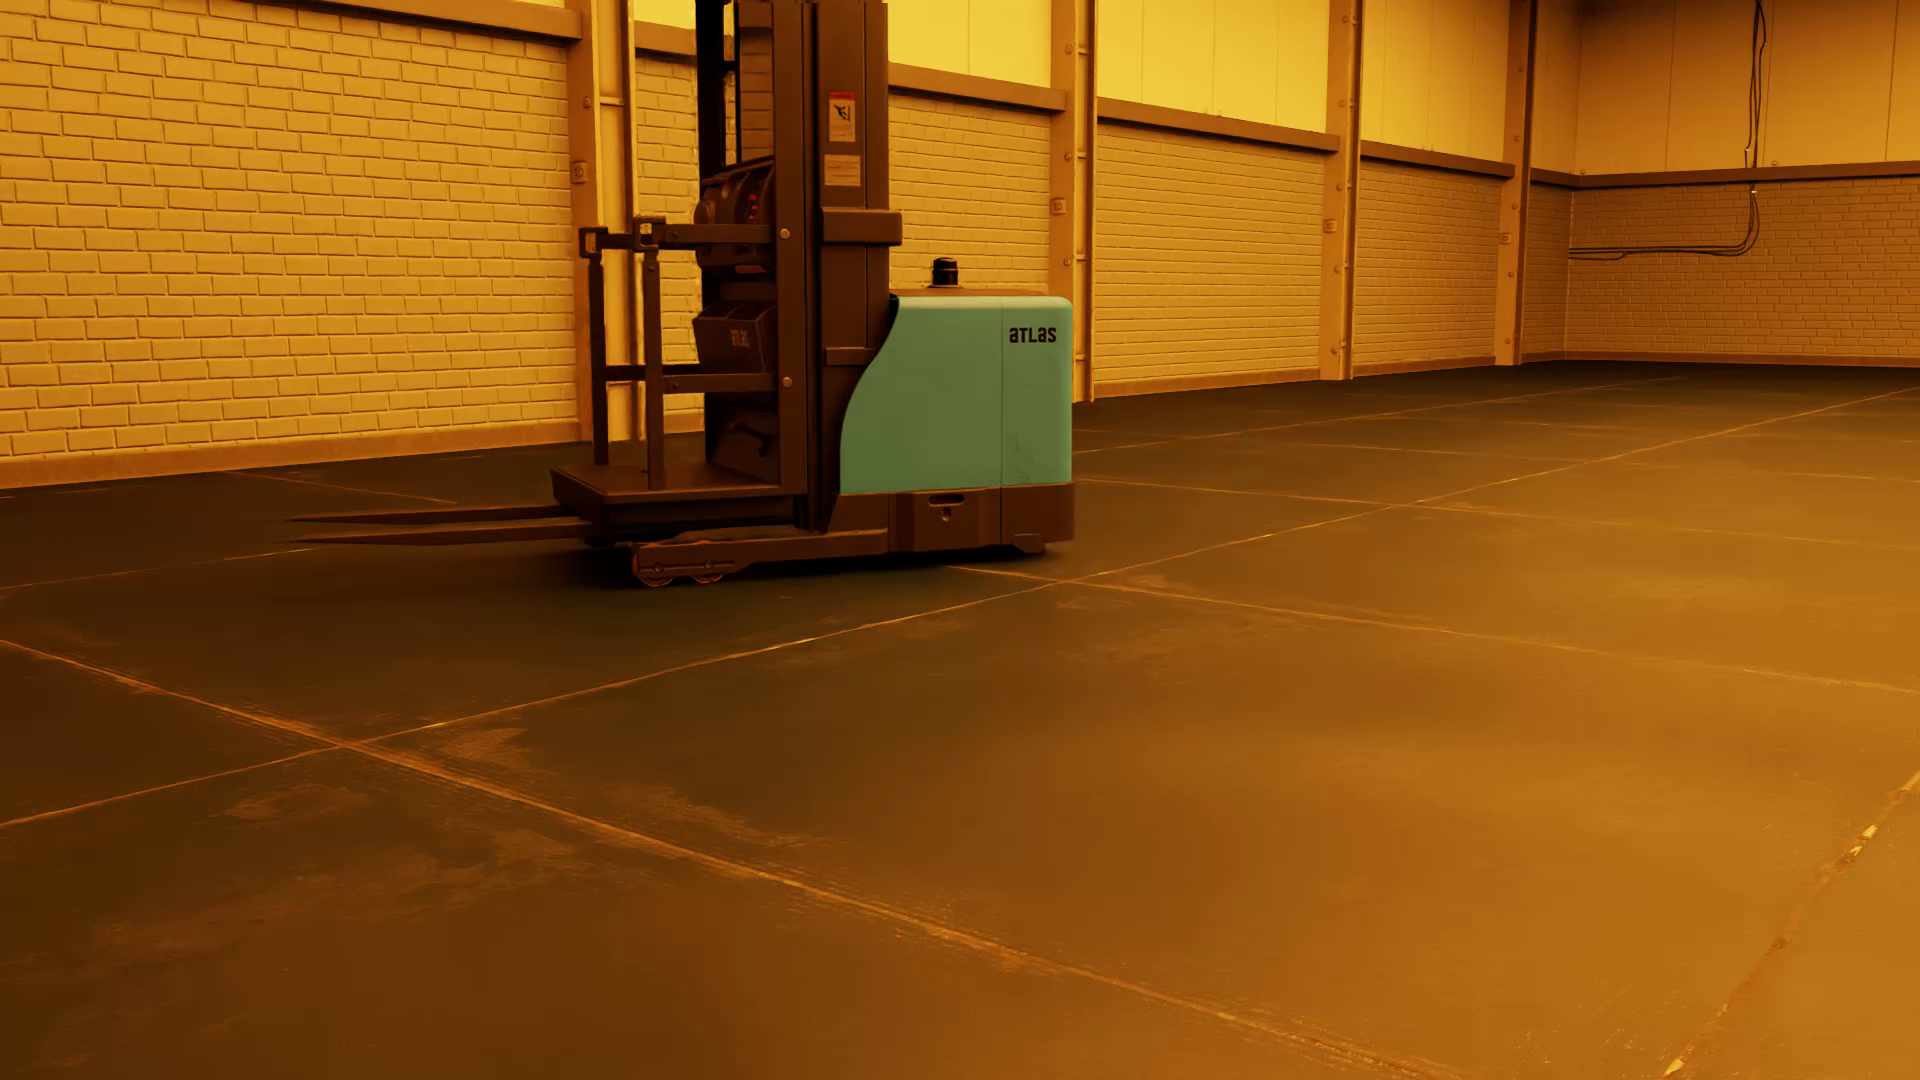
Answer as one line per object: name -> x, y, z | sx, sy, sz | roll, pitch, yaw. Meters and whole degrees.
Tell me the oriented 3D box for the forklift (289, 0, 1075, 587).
forklift -> -1.086, -1.361, 6.580 | 3.031, 2.935, 1.130 | -4, 9, -24
